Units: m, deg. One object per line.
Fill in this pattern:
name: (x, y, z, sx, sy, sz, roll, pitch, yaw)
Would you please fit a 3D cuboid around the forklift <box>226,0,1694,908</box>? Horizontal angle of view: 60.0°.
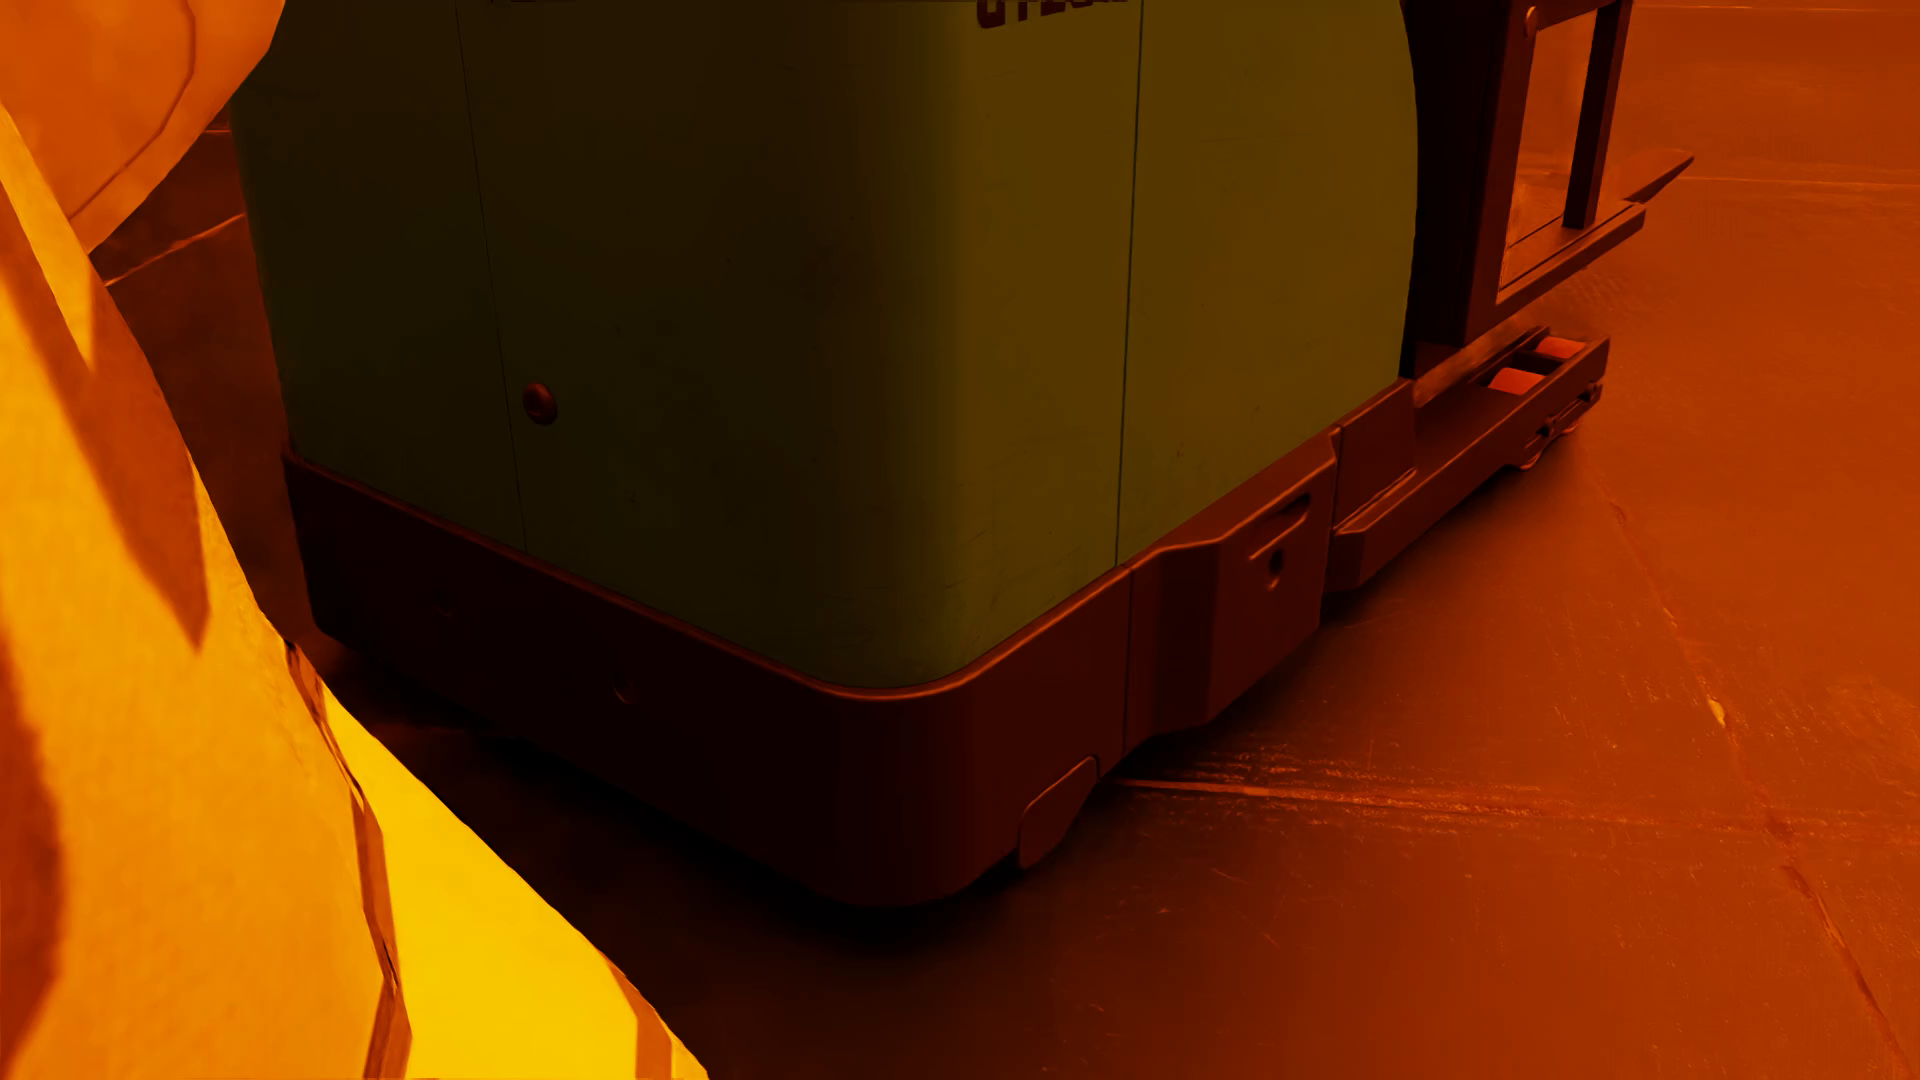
forklift: (0.462, -1.546, 2.316, 1.130, 2.935, 3.031, 19, 32, 33)
